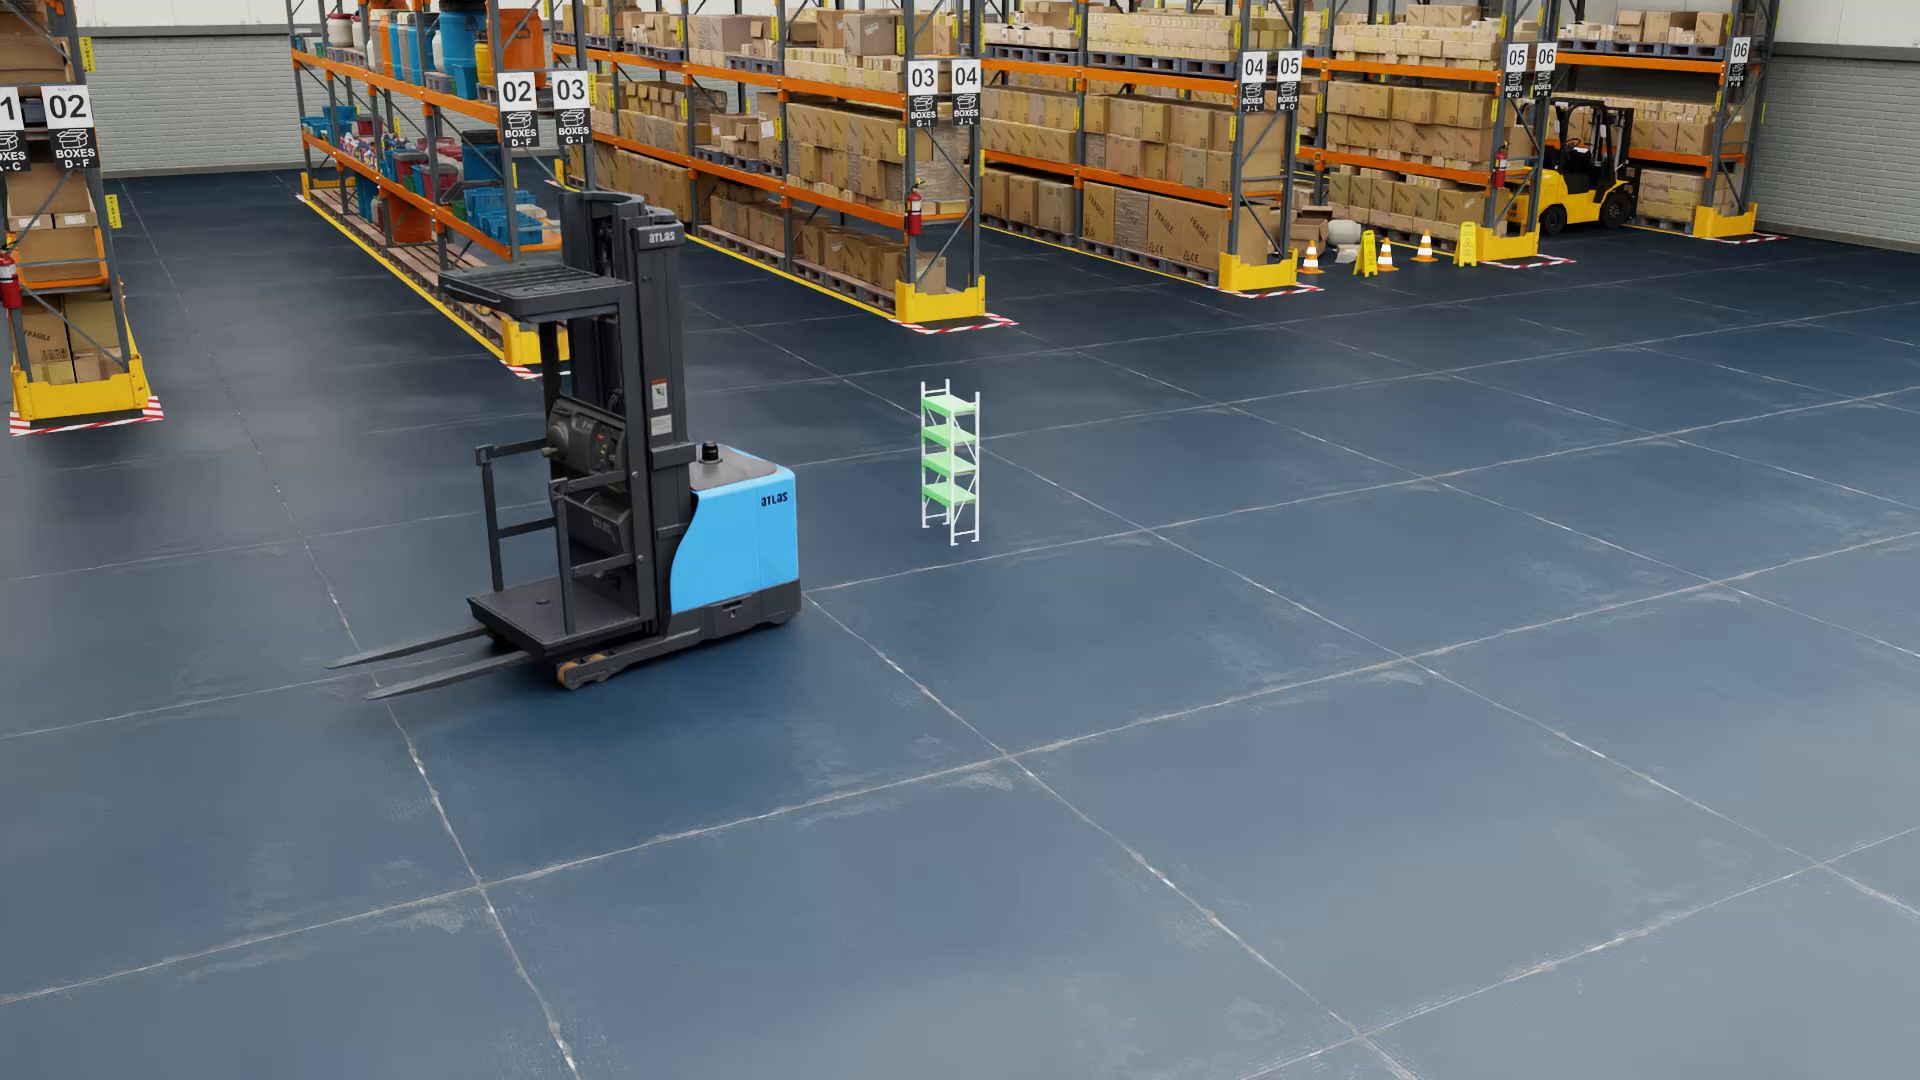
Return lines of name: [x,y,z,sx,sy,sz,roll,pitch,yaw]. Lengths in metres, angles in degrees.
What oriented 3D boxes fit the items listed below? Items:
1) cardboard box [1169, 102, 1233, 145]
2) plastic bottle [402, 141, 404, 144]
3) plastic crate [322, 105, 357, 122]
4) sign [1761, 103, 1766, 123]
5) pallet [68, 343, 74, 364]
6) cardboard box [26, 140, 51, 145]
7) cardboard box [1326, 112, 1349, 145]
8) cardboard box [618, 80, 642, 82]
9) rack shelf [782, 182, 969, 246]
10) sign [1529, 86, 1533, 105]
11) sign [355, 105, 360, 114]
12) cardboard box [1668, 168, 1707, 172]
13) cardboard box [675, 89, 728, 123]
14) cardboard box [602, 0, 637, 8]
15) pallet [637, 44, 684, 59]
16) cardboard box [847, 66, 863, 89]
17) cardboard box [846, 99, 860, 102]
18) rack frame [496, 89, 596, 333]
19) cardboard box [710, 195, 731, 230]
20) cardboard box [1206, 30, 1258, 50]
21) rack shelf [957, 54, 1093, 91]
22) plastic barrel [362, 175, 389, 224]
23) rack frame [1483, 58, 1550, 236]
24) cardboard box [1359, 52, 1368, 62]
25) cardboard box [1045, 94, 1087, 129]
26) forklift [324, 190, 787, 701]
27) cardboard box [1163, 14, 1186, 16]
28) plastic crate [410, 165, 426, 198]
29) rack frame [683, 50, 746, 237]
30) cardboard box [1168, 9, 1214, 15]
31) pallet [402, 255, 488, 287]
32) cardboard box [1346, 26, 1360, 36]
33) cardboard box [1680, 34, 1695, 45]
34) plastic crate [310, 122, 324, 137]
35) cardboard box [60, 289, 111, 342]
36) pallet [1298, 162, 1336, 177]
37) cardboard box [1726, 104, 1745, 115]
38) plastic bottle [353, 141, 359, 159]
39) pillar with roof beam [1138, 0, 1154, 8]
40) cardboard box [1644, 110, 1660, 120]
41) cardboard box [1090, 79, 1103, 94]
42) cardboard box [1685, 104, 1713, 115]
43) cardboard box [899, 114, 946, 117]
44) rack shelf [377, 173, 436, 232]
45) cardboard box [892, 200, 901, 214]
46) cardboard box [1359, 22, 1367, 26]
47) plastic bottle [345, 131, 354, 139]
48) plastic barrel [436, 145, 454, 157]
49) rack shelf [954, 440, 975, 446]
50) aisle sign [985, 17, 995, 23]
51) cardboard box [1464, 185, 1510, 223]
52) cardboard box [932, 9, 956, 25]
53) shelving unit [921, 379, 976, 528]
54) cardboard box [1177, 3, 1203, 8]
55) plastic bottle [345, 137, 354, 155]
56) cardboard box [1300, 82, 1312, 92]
cardboard box: [3.567,-6.039,24.148,0.875,0.550,0.550,-10,21,-27]
plastic bottle: [-9.125,-6.403,27.285,0.097,0.271,0.097,0,19,0]
plastic crate: [-11.849,-8.084,31.815,0.616,0.435,0.499,-10,21,-27]
sign: [13.364,-7.116,27.707,0.100,0.325,0.005,-10,21,-27]
pallet: [-9.911,-1.992,18.580,1.003,0.211,1.213,-10,21,-27]
cardboard box: [-10.140,-4.141,18.391,0.700,0.500,0.500,-10,21,-27]
cardboard box: [6.570,-6.982,28.158,0.500,0.500,0.500,-10,21,-27]
cardboard box: [-6.395,-8.618,32.131,0.500,0.500,0.500,-11,22,-28]
rack shelf: [-1.165,-4.514,22.719,1.077,0.370,4.000,-10,21,-27]
sign: [10.500,-8.157,30.517,0.100,0.325,0.005,-10,21,-27]
sign: [-11.696,-8.273,32.259,0.100,0.325,0.005,-10,21,-27]
cardboard box: [12.570,-6.267,28.733,0.500,0.250,0.500,-10,21,-27]
cardboard box: [-4.347,-7.311,28.029,0.797,0.503,0.637,-9,21,-25]
cardboard box: [-6.355,-10.062,30.993,0.500,0.250,0.500,-12,22,-30]
pallet: [-4.901,-8.403,28.575,1.003,0.211,1.213,-9,21,-24]
cardboard box: [-1.144,-6.018,21.604,0.500,0.250,0.500,-9,21,-25]
cardboard box: [-1.979,-8.747,33.274,0.500,0.500,0.500,-10,21,-27]
rack frame: [-4.574,-3.513,18.714,1.000,3.000,0.127,-10,21,-27]
cardboard box: [-3.679,-5.414,27.380,0.700,0.500,0.500,-11,22,-30]
cardboard box: [3.719,-6.850,22.764,0.500,0.250,0.500,-10,21,-26]
rack shelf: [1.142,-10.413,31.561,4.983,2.754,12.110,-10,21,-27]
plastic barrel: [-9.693,-5.803,27.922,0.600,0.901,0.708,-10,21,-27]
rack frame: [8.506,-5.815,25.386,1.000,3.000,0.127,-10,21,-27]
cardboard box: [6.829,-7.998,27.496,0.380,0.149,0.250,-10,21,-27]
cardboard box: [1.811,-6.977,27.066,0.700,0.500,0.500,-10,22,-28]
forklift: [-2.547,-0.644,10.505,3.031,2.935,1.121,-16,24,-38]
cardboard box: [3.234,-7.744,24.741,0.380,0.149,0.250,-10,21,-26]
plastic crate: [-7.271,-4.922,22.823,0.392,0.384,0.575,-10,21,-27]
rack frame: [-4.014,-6.577,27.593,1.000,3.000,0.127,-10,21,-27]
cardboard box: [4.395,-9.862,31.713,0.797,0.503,0.637,-11,22,-30]
pallet: [-7.464,-3.913,24.149,1.003,0.211,1.213,-10,21,-27]
cardboard box: [6.618,-8.429,27.524,0.380,0.149,0.250,-9,21,-25]
cardboard box: [12.212,-8.321,27.637,0.380,0.149,0.250,-11,22,-28]
plastic crate: [-11.719,-7.556,30.594,0.416,0.233,0.300,-10,21,-27]
cardboard box: [-9.482,-2.473,18.123,0.500,0.500,0.500,-10,21,-27]
pallet: [8.177,-8.134,36.379,1.003,0.211,1.213,-10,21,-27]
cardboard box: [12.901,-7.209,27.822,0.380,0.149,0.250,-10,22,-28]
plastic bottle: [-9.838,-6.375,27.198,0.152,0.276,0.135,-10,21,-27]
pillar with roof beam: [0.999,-14.261,40.665,9.100,9.000,0.400,-10,21,-27]
cardboard box: [11.968,-7.290,28.513,0.380,0.149,0.250,-11,22,-28]
cardboard box: [3.029,-9.468,34.284,0.500,0.500,0.500,-10,21,-27]
cardboard box: [12.372,-7.216,27.841,0.380,0.149,0.250,-10,21,-27]
cardboard box: [-0.468,-5.286,21.709,0.500,0.500,0.500,-10,21,-27]
rack shelf: [-7.424,-4.896,23.823,1.077,0.370,4.000,-10,21,-27]
cardboard box: [-0.651,-4.283,21.331,0.380,0.149,0.250,-10,21,-27]
cardboard box: [8.485,-10.639,34.384,0.380,0.149,0.250,-9,21,-25]
plastic bottle: [-10.372,-6.772,28.233,0.144,0.351,0.185,-10,21,-27]
plastic barrel: [-7.497,-5.479,24.241,0.421,0.512,0.421,0,19,0]
rack shelf: [-0.079,-0.808,13.007,0.199,0.029,0.442,-10,21,-27]
aisle sign: [0.619,-11.613,38.202,0.394,0.787,0.004,-10,21,-27]
cardboard box: [8.354,-5.350,26.458,0.500,0.500,0.500,-11,22,-28]
cardboard box: [-0.279,-9.364,29.745,0.396,0.266,0.258,-10,21,-27]
shelving unit: [-0.081,-0.616,13.078,0.258,1.200,0.492,-10,21,-27]
cardboard box: [5.489,-12.587,39.420,0.500,0.250,0.500,-10,21,-27]
plastic bottle: [-10.215,-6.602,27.857,0.152,0.276,0.135,-10,21,-27]
cardboard box: [6.088,-8.142,29.882,0.380,0.149,0.250,-9,21,-24]
